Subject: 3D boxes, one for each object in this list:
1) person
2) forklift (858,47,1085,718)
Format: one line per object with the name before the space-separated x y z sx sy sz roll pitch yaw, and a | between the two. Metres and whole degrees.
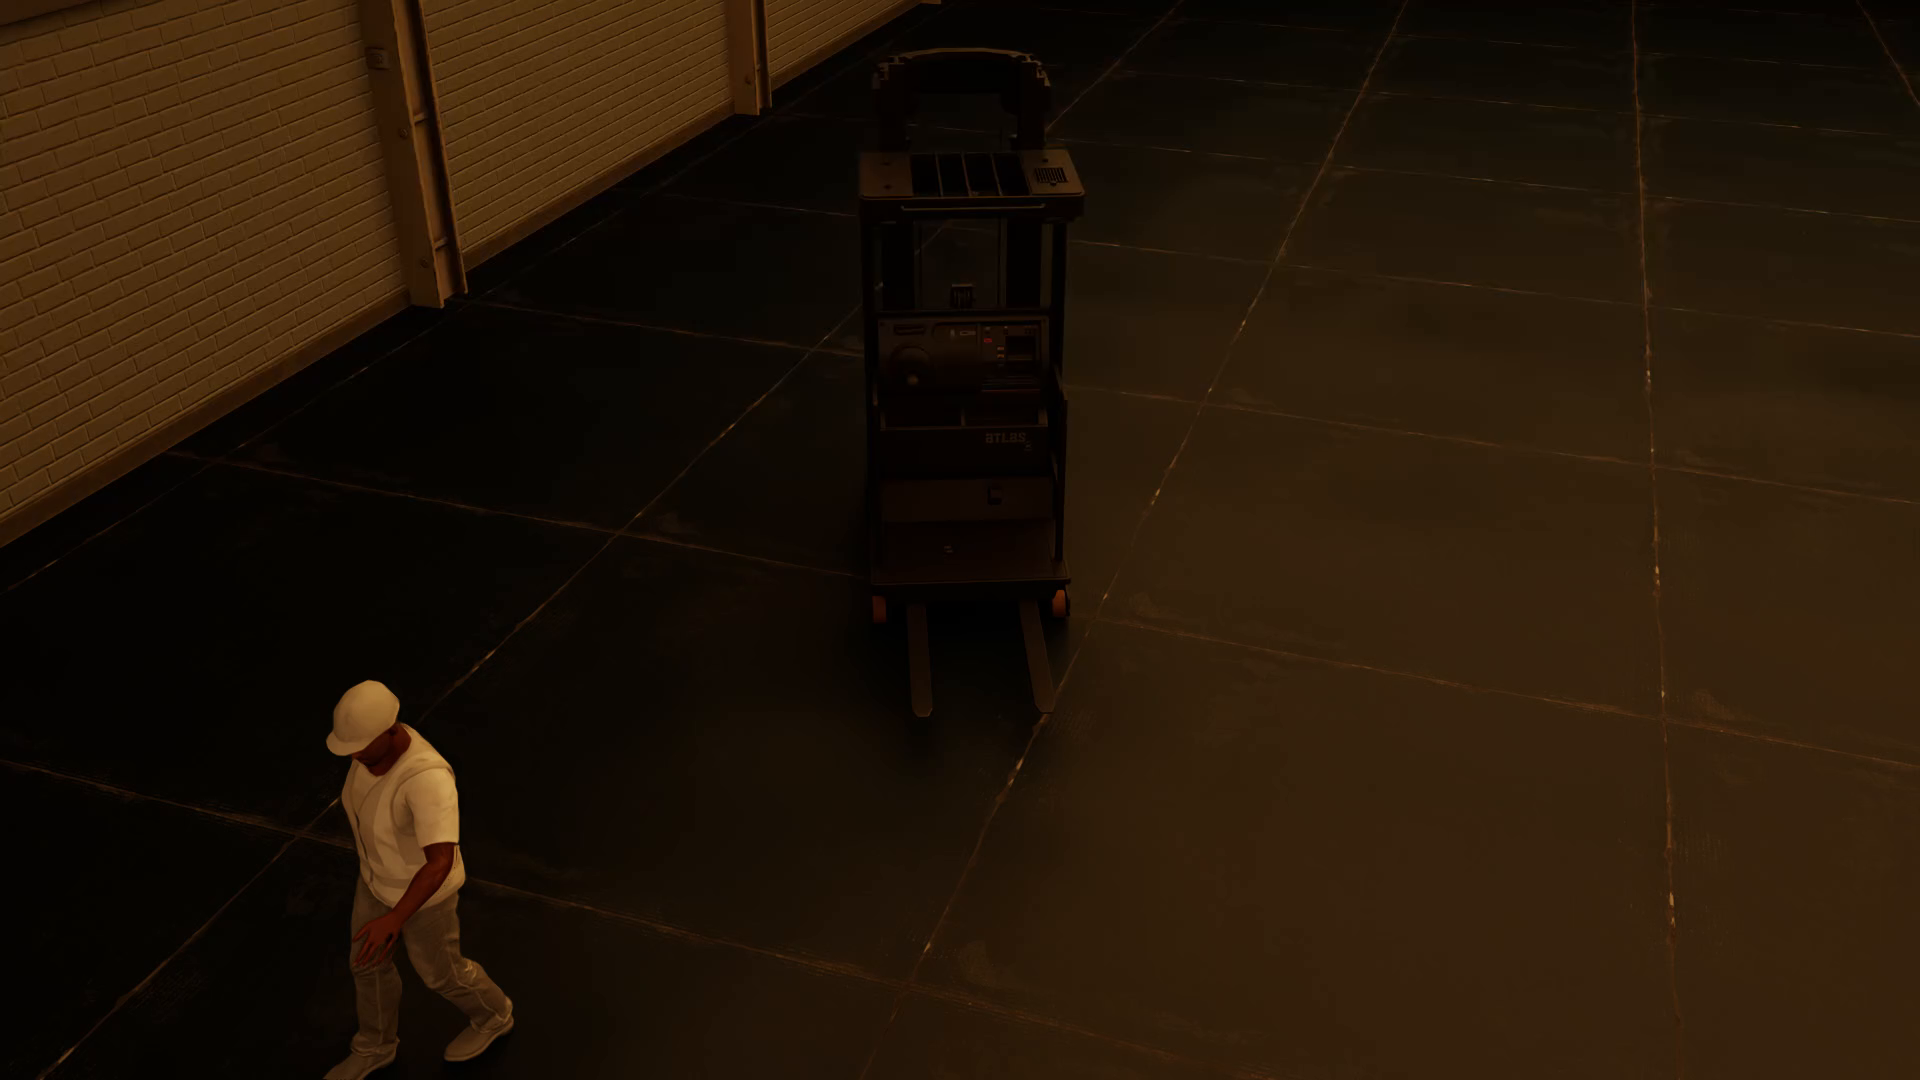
person | -2.130 1.276 6.125 0.734 1.755 1.046 -26 39 -38
forklift | 0.035 -0.972 8.842 1.130 2.935 3.031 -2 30 -3
